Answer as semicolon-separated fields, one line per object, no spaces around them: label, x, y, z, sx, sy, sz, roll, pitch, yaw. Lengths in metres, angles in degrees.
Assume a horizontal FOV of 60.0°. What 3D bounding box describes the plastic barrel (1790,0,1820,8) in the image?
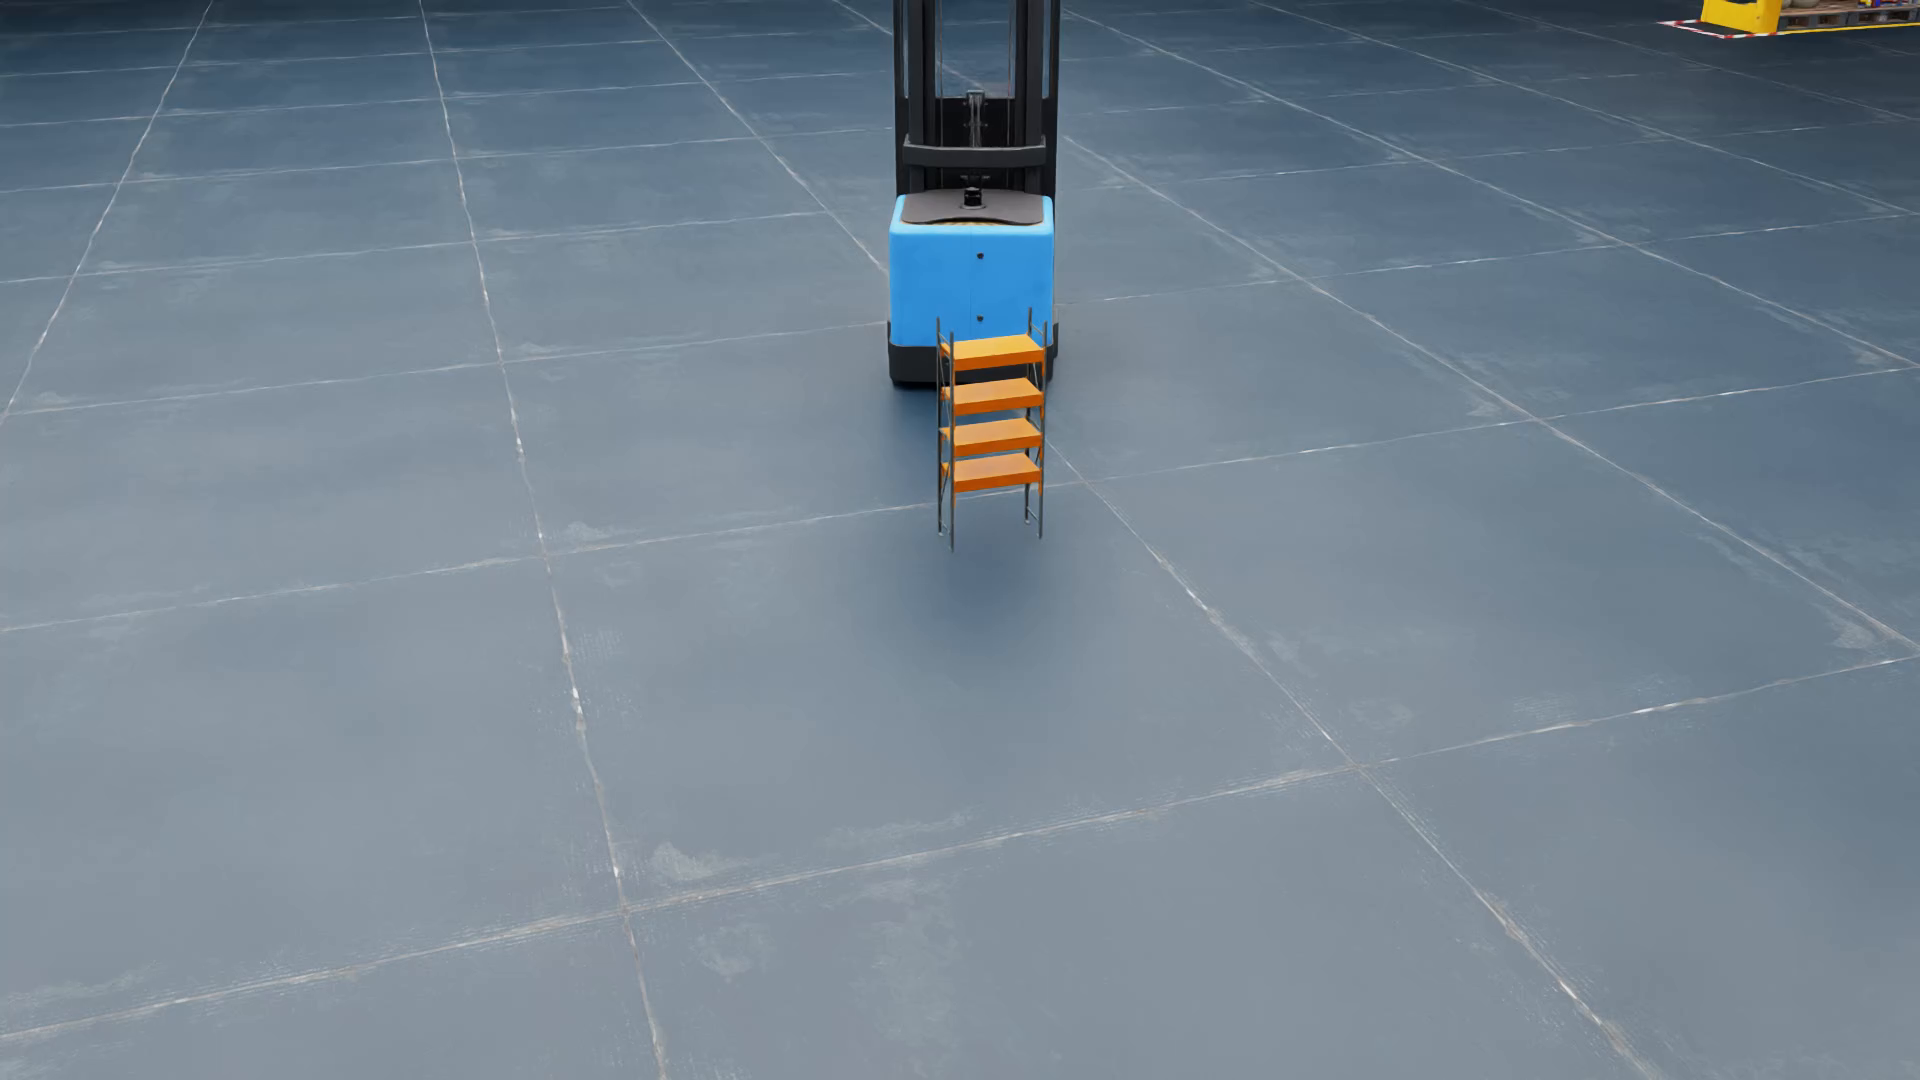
plastic barrel;11.852;-7.735;23.282;0.421;0.512;0.421;0;26;0

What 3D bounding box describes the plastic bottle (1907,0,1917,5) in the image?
plastic bottle;13.408;-7.695;23.444;0.135;0.276;0.152;-8;27;-15

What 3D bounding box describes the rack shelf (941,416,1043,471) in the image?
rack shelf;0.157;-0.500;8.559;0.480;0.148;0.258;-8;28;-16

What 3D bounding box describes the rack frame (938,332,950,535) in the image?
rack frame;-0.074;-0.526;8.461;0.006;1.046;0.228;-8;28;-16

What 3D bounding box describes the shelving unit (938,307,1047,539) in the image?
shelving unit;0.160;-0.561;8.530;0.499;1.200;0.258;-8;28;-16

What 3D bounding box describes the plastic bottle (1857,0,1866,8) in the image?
plastic bottle;12.594;-7.562;23.182;0.097;0.271;0.097;0;26;0

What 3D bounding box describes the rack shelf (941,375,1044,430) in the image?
rack shelf;0.157;-0.700;8.460;0.480;0.148;0.258;-8;28;-16

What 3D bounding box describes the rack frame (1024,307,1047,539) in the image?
rack frame;0.389;-0.594;8.597;0.015;1.200;0.240;-8;28;-16

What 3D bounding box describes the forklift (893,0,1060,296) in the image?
forklift;0.121;-2.926;11.348;1.121;2.935;3.031;1;26;2

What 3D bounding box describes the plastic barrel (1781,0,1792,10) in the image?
plastic barrel;11.375;-7.666;23.143;0.421;0.512;0.421;0;26;0

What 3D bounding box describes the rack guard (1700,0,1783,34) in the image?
rack guard;10.831;-7.380;23.053;0.348;0.500;1.175;-8;28;-16

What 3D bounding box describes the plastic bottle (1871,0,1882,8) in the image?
plastic bottle;12.815;-7.591;23.227;0.133;0.283;0.061;-8;27;-15

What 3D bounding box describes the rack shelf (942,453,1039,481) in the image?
rack shelf;0.157;-0.370;8.624;0.457;0.021;0.221;-8;28;-16

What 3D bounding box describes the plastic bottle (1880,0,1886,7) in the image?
plastic bottle;12.920;-7.609;23.277;0.097;0.271;0.097;0;26;0

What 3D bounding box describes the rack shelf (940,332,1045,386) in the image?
rack shelf;0.157;-0.912;8.354;0.480;0.148;0.258;-8;28;-16

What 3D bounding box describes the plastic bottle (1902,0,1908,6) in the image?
plastic bottle;13.304;-7.633;23.405;0.097;0.201;0.097;0;26;0

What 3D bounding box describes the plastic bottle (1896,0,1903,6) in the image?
plastic bottle;13.207;-7.651;23.361;0.097;0.271;0.097;0;26;0

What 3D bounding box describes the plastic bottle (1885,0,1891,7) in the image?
plastic bottle;13.015;-7.623;23.305;0.097;0.271;0.097;0;26;0
